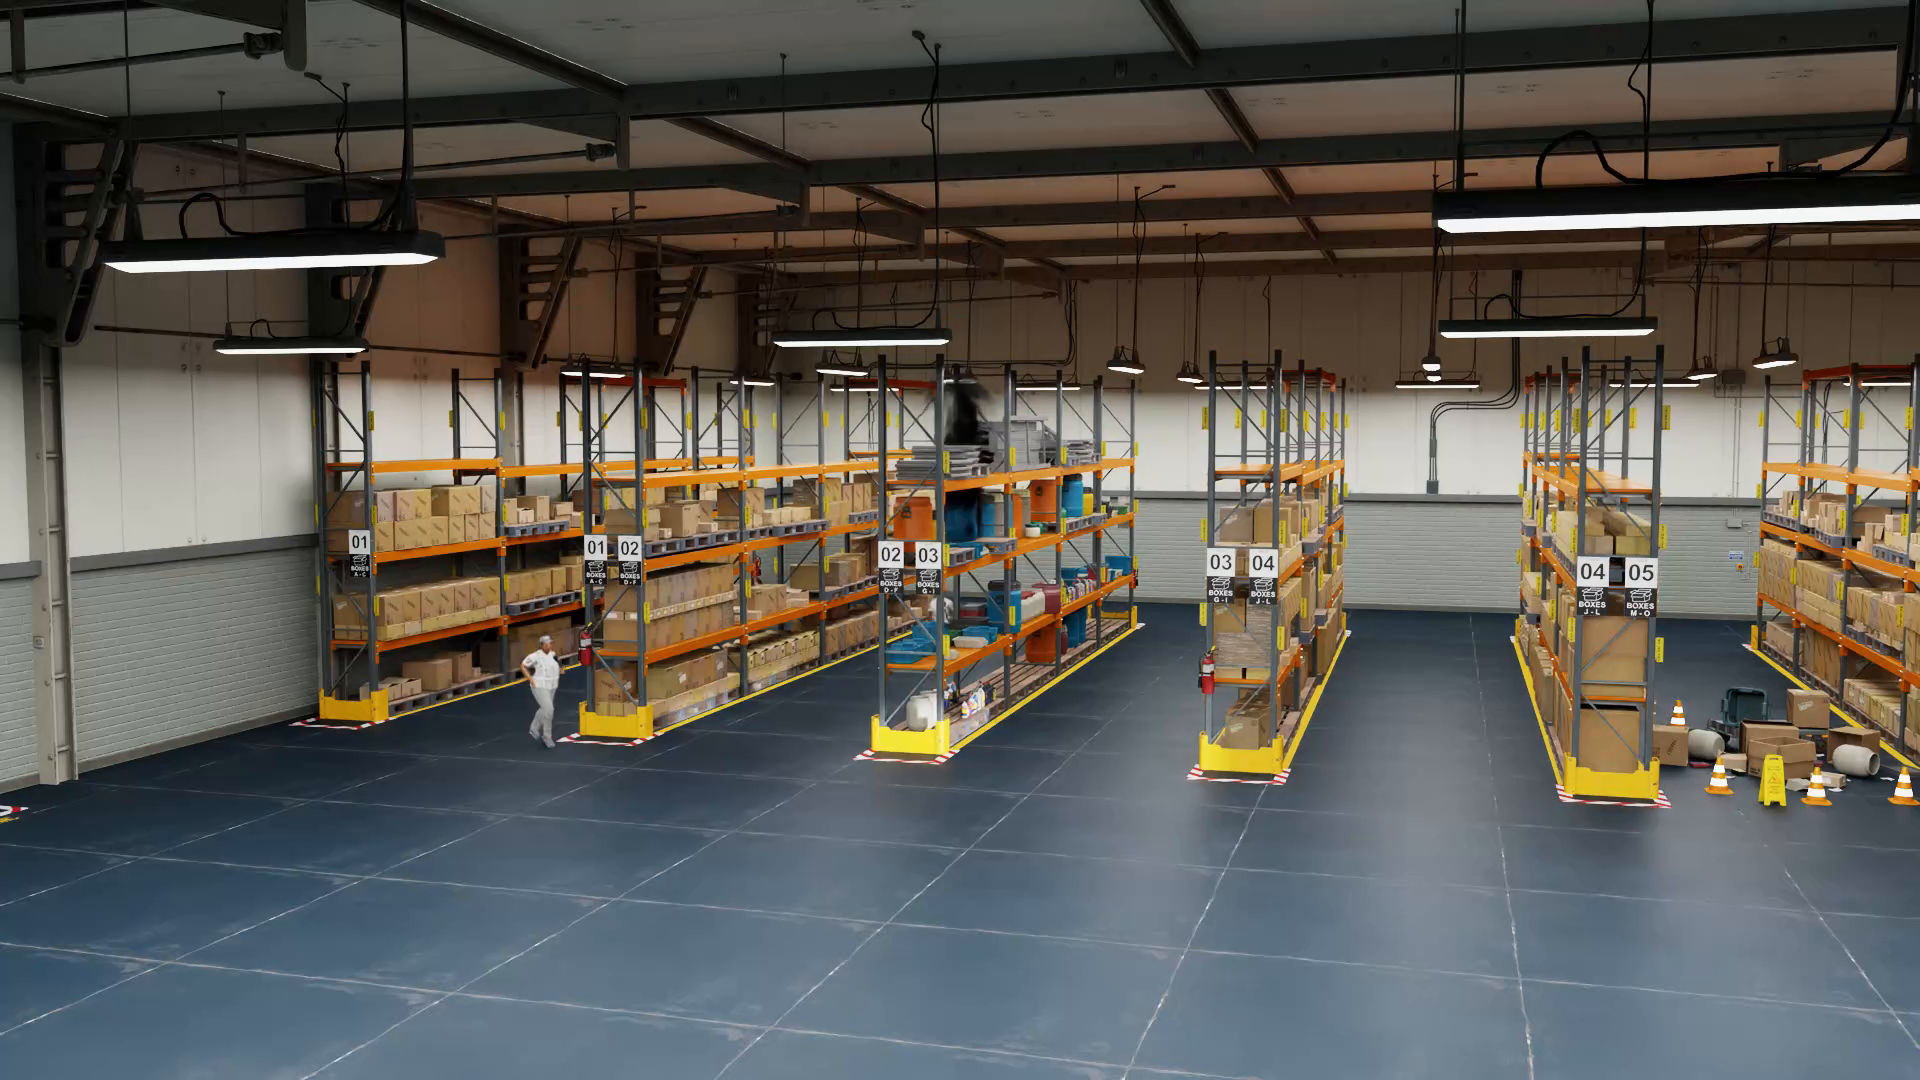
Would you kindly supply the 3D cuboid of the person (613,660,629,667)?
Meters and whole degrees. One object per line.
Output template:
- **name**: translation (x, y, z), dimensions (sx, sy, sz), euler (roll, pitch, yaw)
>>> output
- **person**: translation (-6.594, 1.883, 32.265), dimensions (0.616, 1.659, 0.554), euler (1, 4, 10)

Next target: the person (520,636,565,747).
- **person**: translation (-6.452, 2.346, 25.809), dimensions (0.762, 1.722, 0.586), euler (2, 5, 30)

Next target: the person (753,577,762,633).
- **person**: translation (-4.414, 1.612, 36.260), dimensions (0.508, 1.604, 0.667), euler (2, 4, 21)

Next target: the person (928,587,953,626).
- **person**: translation (-0.405, 1.744, 33.994), dimensions (0.562, 1.661, 0.562), euler (1, 4, 18)
